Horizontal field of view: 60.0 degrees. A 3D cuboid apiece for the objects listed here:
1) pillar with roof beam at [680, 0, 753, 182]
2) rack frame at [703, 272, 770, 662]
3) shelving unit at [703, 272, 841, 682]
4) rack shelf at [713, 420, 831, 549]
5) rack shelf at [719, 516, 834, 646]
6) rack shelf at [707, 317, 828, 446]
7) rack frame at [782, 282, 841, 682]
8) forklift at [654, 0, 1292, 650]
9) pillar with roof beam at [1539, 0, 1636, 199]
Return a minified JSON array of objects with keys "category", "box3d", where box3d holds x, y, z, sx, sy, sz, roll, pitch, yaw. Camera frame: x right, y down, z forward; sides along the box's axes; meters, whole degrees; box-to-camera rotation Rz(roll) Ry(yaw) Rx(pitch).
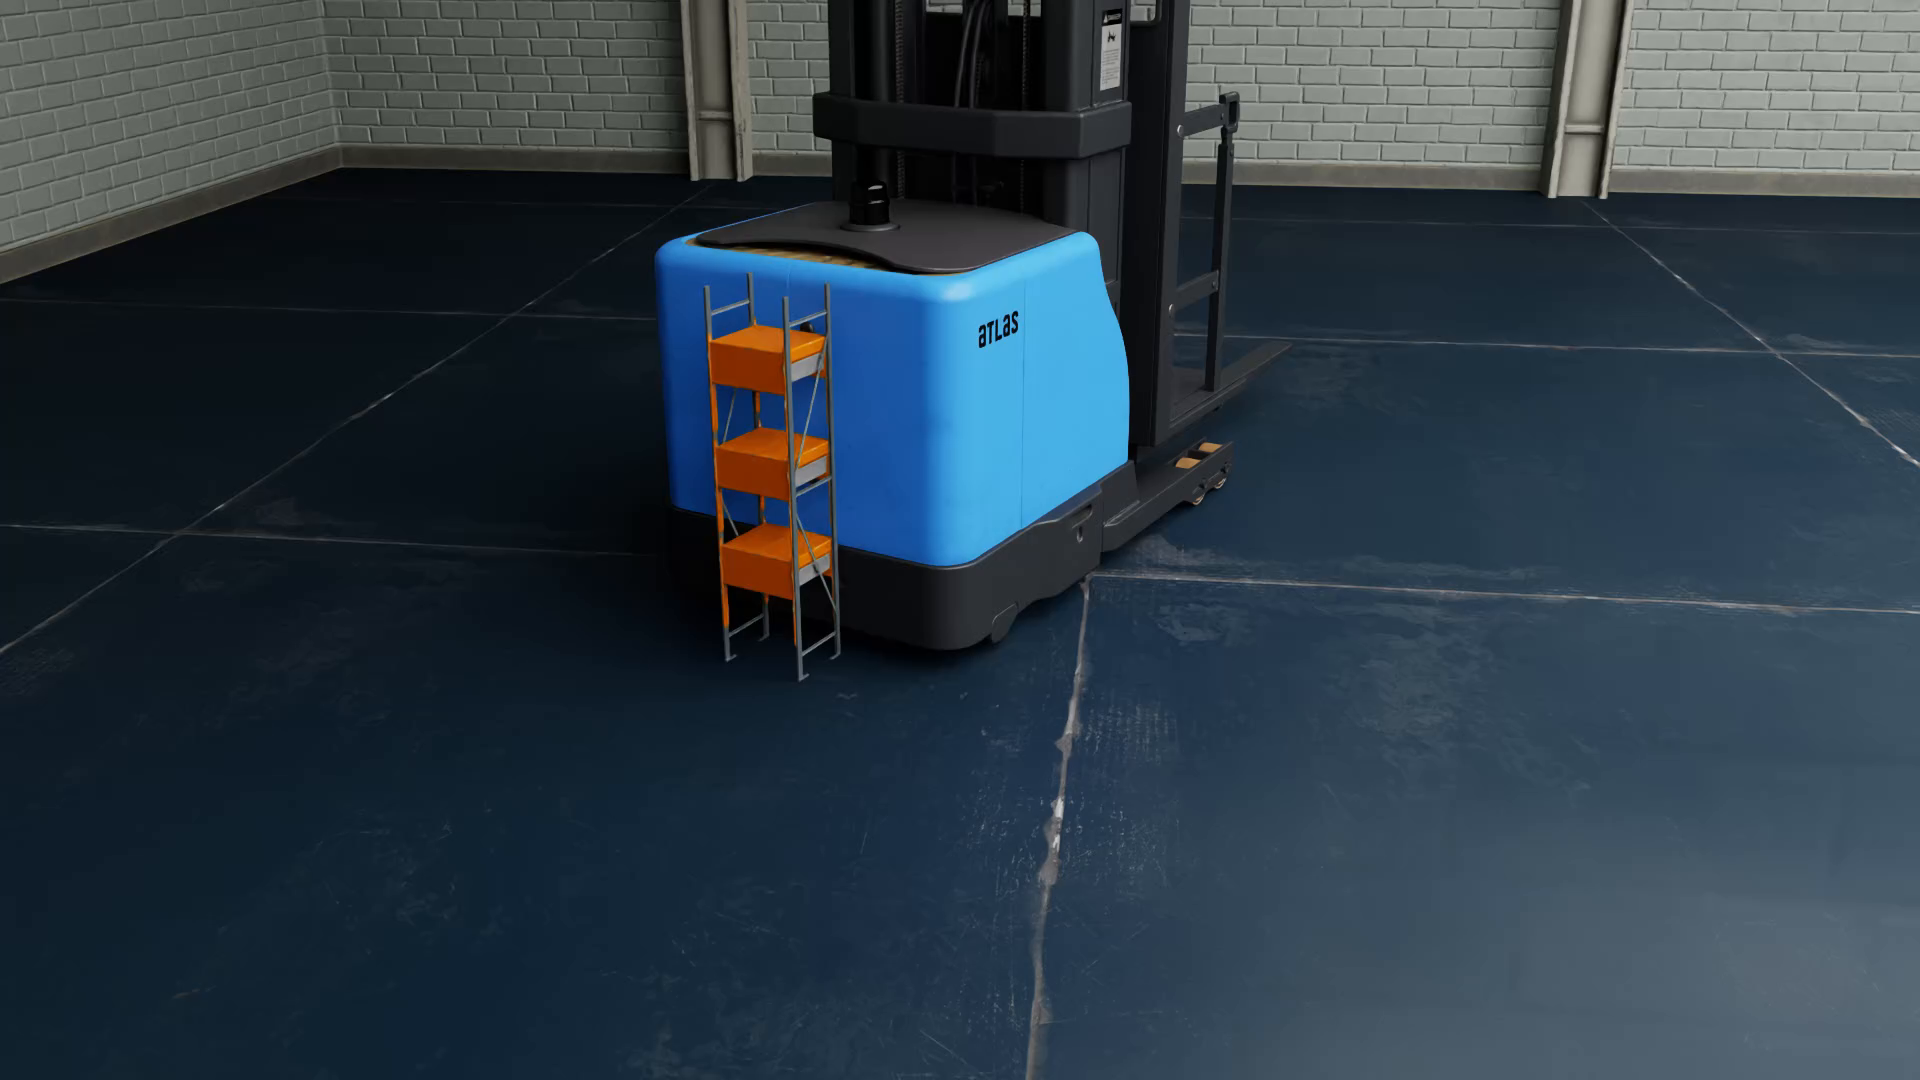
[{"category":"pillar with roof beam","box3d":[-2.240,-5.257,6.498,0.400,9.000,9.100,2,22,6]},{"category":"rack frame","box3d":[-0.597,-0.183,4.476,0.008,1.050,0.200,12,24,28]},{"category":"shelving unit","box3d":[-0.491,-0.161,4.419,0.252,1.050,0.215,12,24,28]},{"category":"rack shelf","box3d":[-0.491,-0.151,4.423,0.240,0.259,0.215,12,24,28]},{"category":"rack shelf","box3d":[-0.491,0.107,4.525,0.240,0.259,0.215,12,24,28]},{"category":"rack shelf","box3d":[-0.491,-0.415,4.319,0.240,0.259,0.215,12,24,28]},{"category":"rack frame","box3d":[-0.385,-0.139,4.363,0.008,1.050,0.200,12,24,28]},{"category":"forklift","box3d":[0.318,-1.560,5.398,1.130,2.935,3.031,12,25,28]},{"category":"pillar with roof beam","box3d":[3.718,-4.998,5.842,0.400,9.000,9.100,2,22,6]}]
